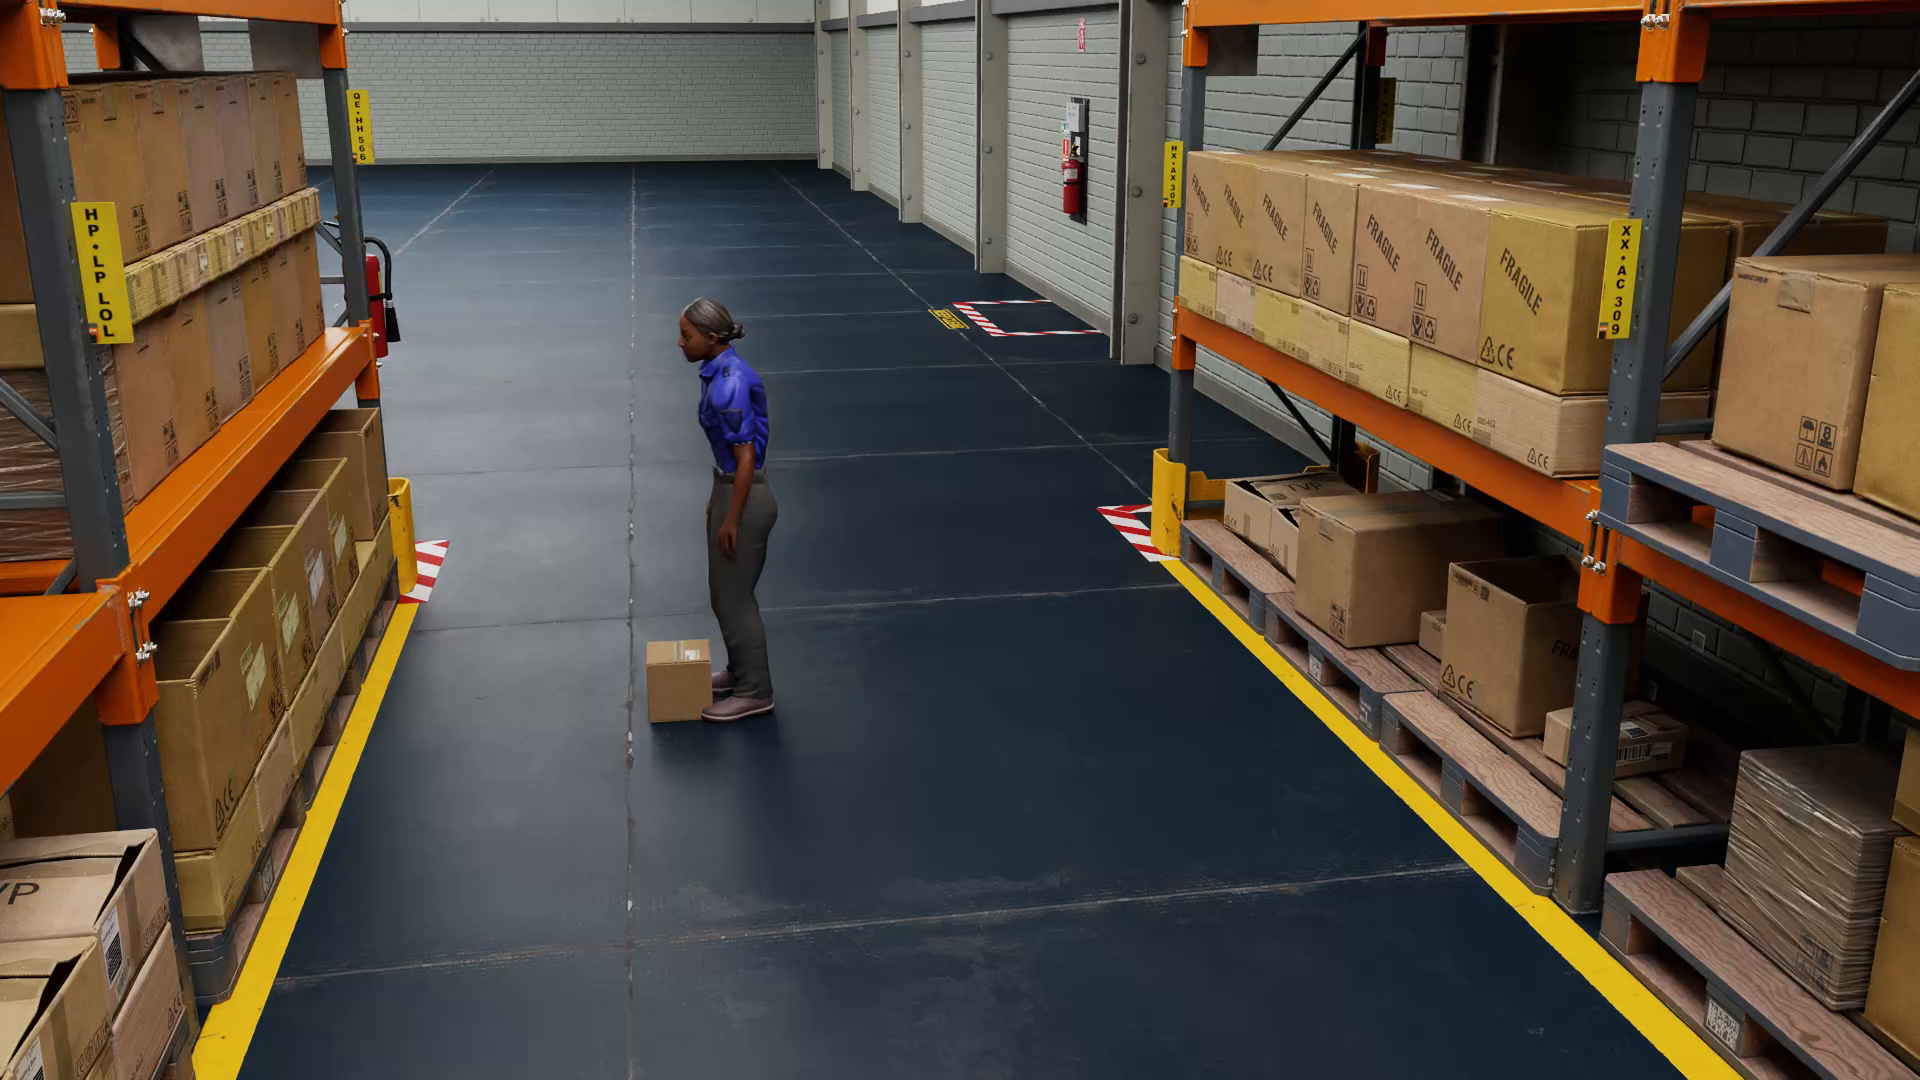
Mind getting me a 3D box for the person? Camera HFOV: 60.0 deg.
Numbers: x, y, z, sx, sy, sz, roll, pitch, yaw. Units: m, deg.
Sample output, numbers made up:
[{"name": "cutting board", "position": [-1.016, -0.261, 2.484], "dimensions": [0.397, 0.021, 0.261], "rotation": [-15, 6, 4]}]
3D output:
[{"name": "person", "position": [-0.893, -0.128, 6.480], "dimensions": [0.351, 1.655, 0.523], "rotation": [-4, 17, -12]}]
